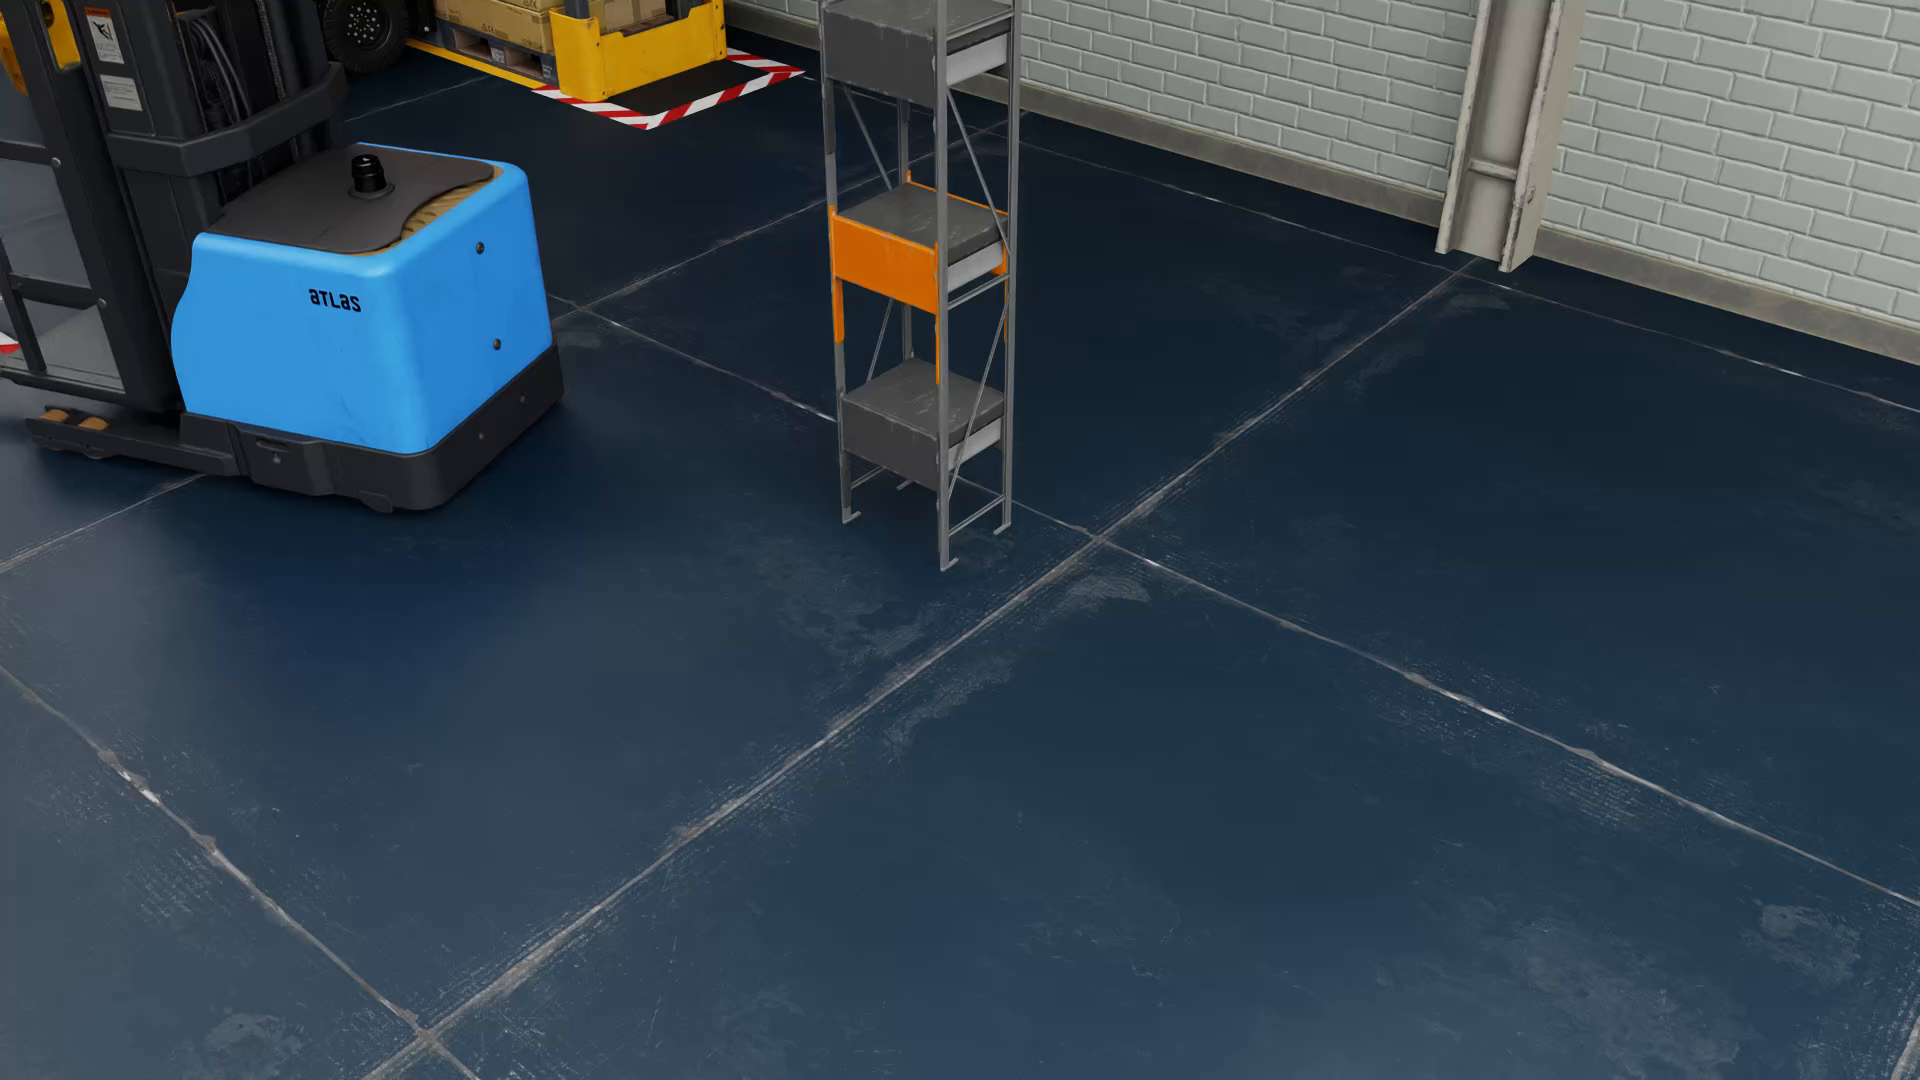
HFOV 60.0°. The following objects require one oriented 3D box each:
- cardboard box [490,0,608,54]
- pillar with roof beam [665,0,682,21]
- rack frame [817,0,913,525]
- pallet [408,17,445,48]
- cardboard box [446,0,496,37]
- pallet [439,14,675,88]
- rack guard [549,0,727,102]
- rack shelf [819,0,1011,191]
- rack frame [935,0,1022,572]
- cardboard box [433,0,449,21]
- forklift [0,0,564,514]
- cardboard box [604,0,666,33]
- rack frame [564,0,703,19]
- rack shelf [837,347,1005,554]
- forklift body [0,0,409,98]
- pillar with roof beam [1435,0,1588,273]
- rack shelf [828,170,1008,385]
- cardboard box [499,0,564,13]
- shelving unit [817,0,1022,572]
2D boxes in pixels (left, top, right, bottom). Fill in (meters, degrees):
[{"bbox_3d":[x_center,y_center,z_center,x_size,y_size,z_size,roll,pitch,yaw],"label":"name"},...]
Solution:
[{"bbox_3d":[-2.578,-3.287,10.444,0.500,0.250,0.500,26,42,32],"label":"cardboard box"},{"bbox_3d":[-4.728,-5.459,6.249,0.400,9.000,9.100,25,42,32],"label":"pillar with roof beam"},{"bbox_3d":[-0.315,-1.014,5.872,0.015,2.100,0.400,25,42,32],"label":"rack frame"},{"bbox_3d":[-3.563,-3.766,11.547,1.213,0.211,1.003,25,42,32],"label":"pallet"},{"bbox_3d":[-2.954,-3.471,10.712,0.500,0.250,0.500,25,42,32],"label":"cardboard box"},{"bbox_3d":[-2.630,-3.324,10.903,1.213,0.211,1.003,25,42,32],"label":"pallet"},{"bbox_3d":[-1.997,-3.175,10.432,0.348,0.500,1.175,25,42,32],"label":"rack guard"},{"bbox_3d":[-0.127,-1.491,5.354,0.480,0.518,0.431,25,42,32],"label":"rack shelf"},{"bbox_3d":[0.060,-0.837,5.614,0.015,2.100,0.400,25,42,32],"label":"rack frame"},{"bbox_3d":[-3.333,-3.656,10.982,0.500,0.250,0.500,26,42,32],"label":"cardboard box"},{"bbox_3d":[-3.247,-1.804,6.288,3.031,2.935,1.130,11,36,16],"label":"forklift"},{"bbox_3d":[-2.267,-3.517,10.779,0.500,0.250,0.500,25,42,32],"label":"cardboard box"},{"bbox_3d":[-2.015,-4.214,9.737,0.127,3.000,1.000,25,42,32],"label":"rack frame"},{"bbox_3d":[-0.127,-0.337,6.147,0.480,0.518,0.431,25,42,32],"label":"rack shelf"},{"bbox_3d":[-4.640,-3.757,9.821,1.214,2.155,2.313,25,42,32],"label":"forklift body"},{"bbox_3d":[-0.117,-3.285,3.085,0.400,9.000,9.100,25,42,32],"label":"pillar with roof beam"},{"bbox_3d":[-0.127,-0.914,5.751,0.480,0.518,0.431,25,42,32],"label":"rack shelf"},{"bbox_3d":[-2.589,-3.500,10.313,0.500,0.250,0.500,25,41,31],"label":"cardboard box"},{"bbox_3d":[-0.127,-0.926,5.743,0.503,2.100,0.431,25,42,32],"label":"shelving unit"}]
